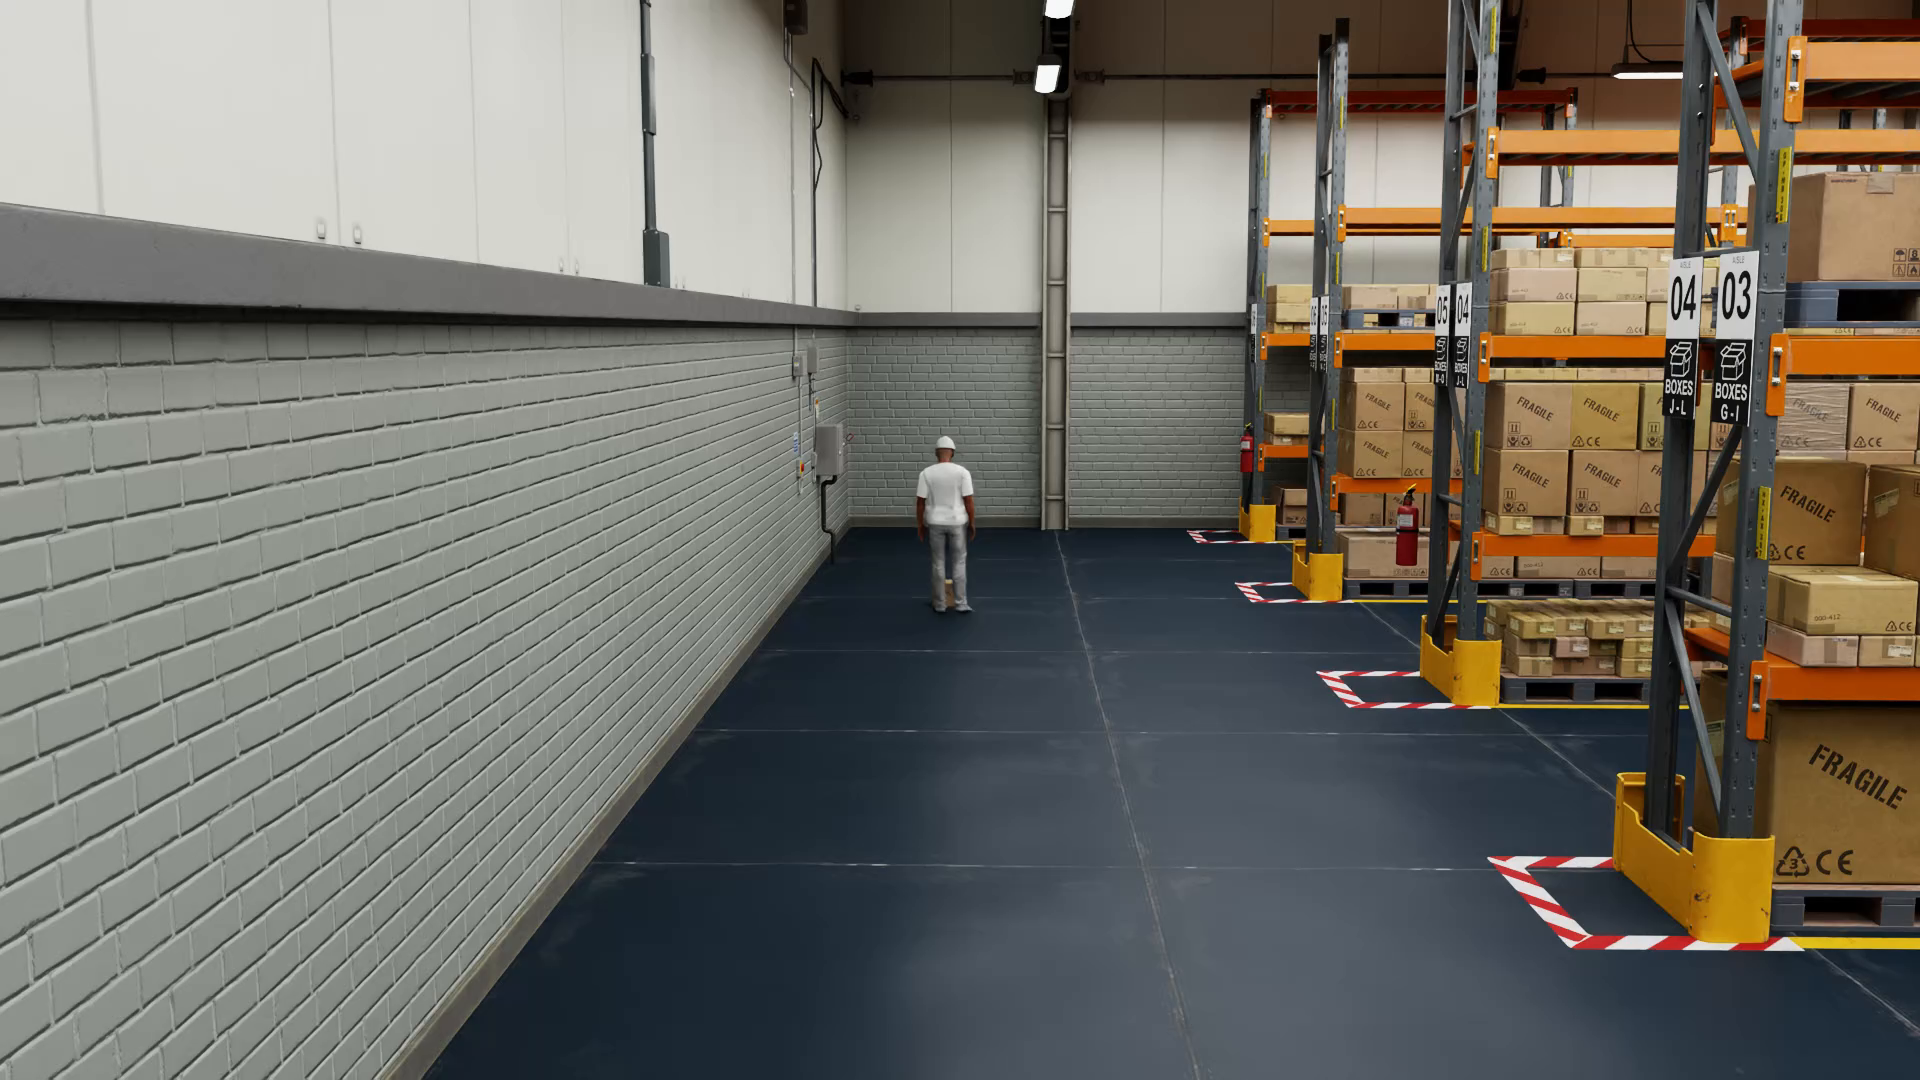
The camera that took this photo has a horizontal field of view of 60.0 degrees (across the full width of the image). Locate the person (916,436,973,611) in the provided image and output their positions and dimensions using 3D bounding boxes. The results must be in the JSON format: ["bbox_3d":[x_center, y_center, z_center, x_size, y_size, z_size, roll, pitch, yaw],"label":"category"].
[{"bbox_3d":[-0.142,-0.154,16.792,0.571,1.789,0.444,1,7,6],"label":"person"}]
